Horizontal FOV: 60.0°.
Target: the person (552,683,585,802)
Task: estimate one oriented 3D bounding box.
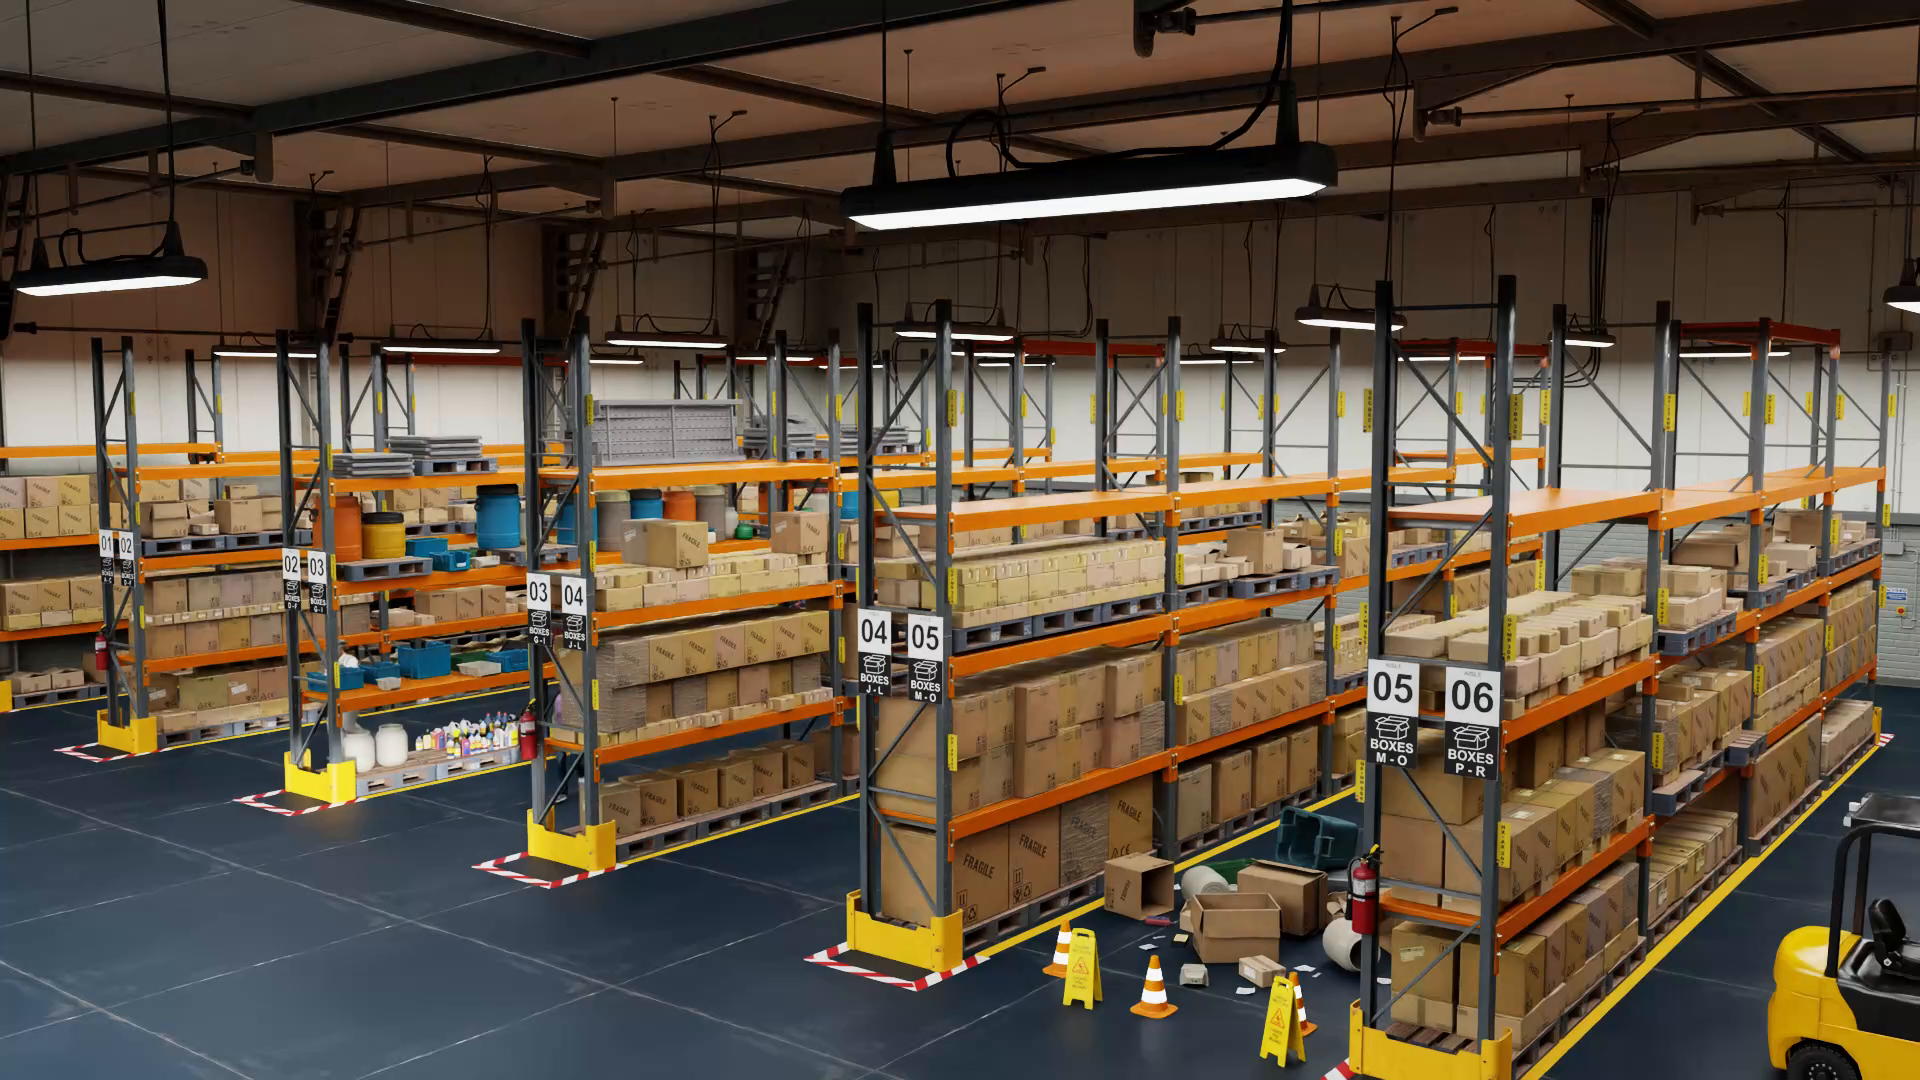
[{"bbox_3d":[-4.965,2.537,21.245,0.522,1.546,0.673,1,5,10],"label":"person"}]

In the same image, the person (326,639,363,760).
[{"bbox_3d":[-8.744,2.246,23.722,0.635,1.742,0.604,2,5,25],"label":"person"}]
